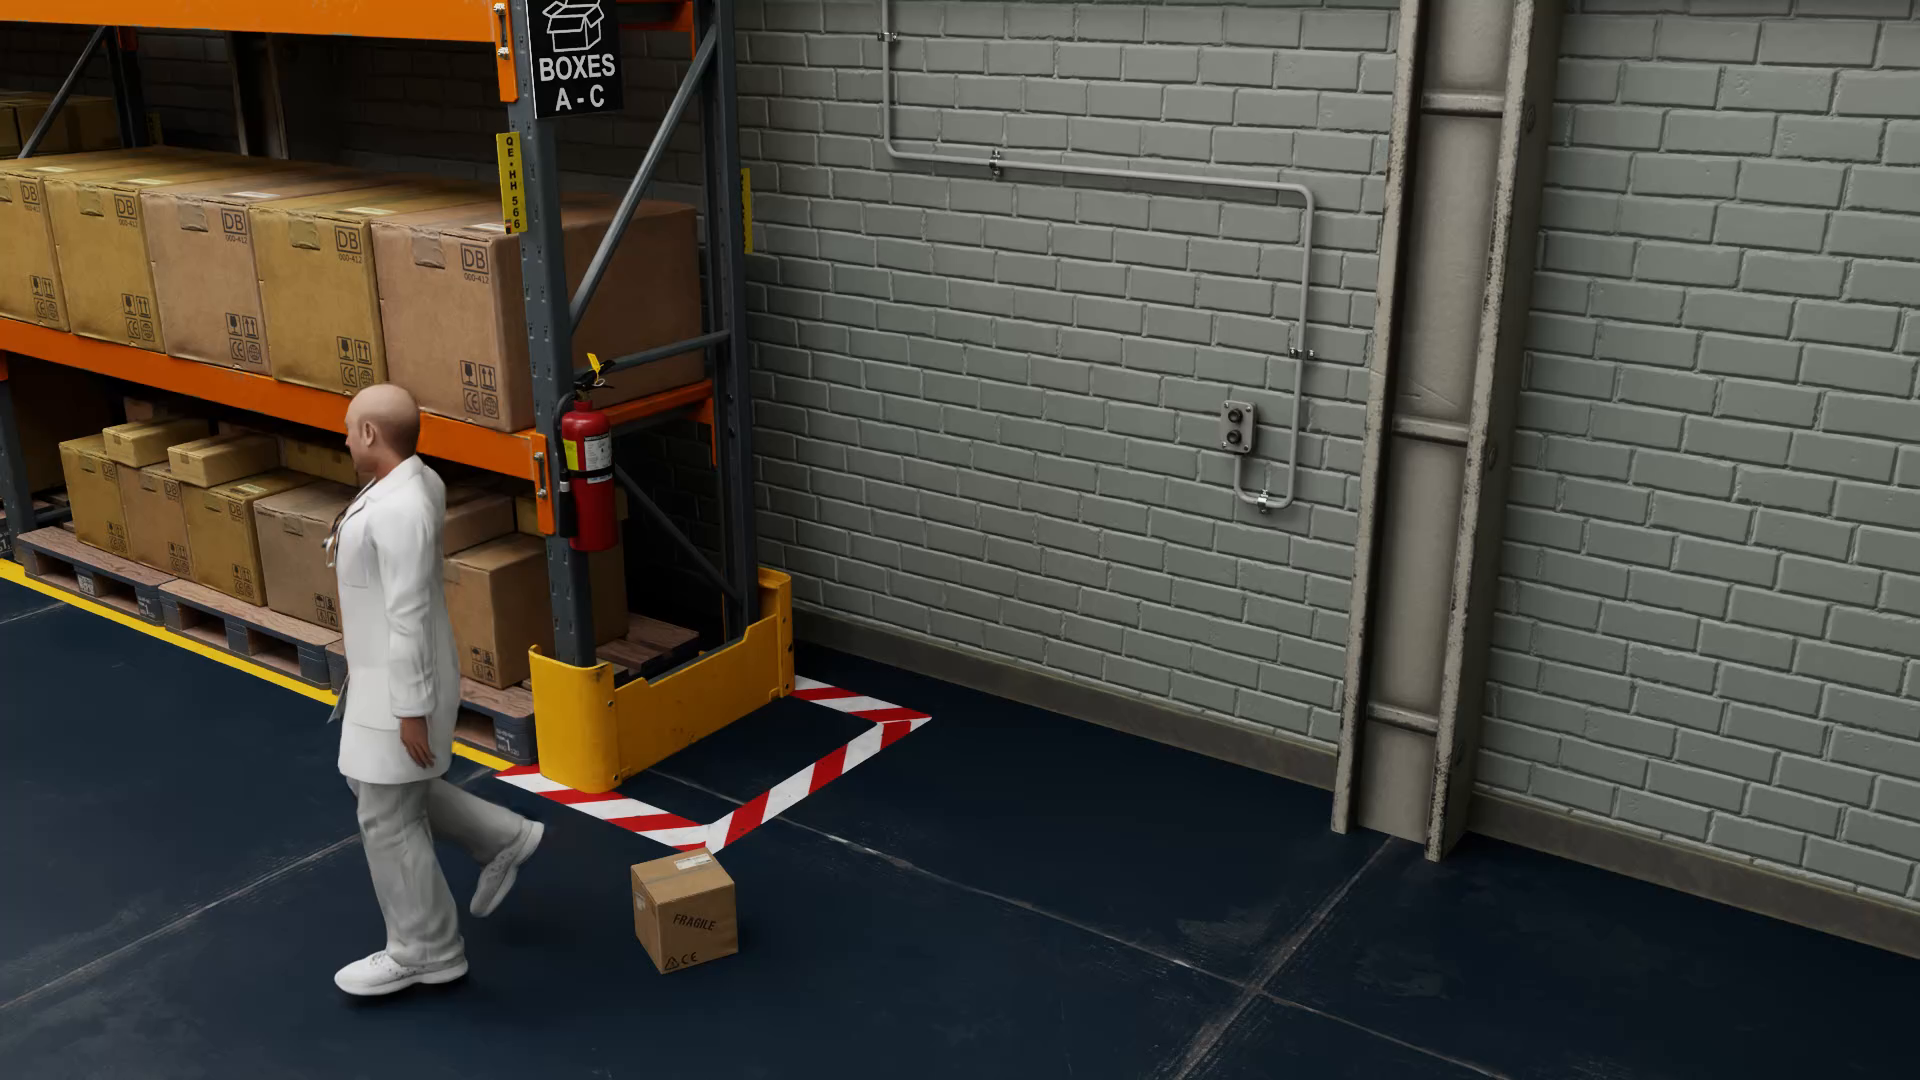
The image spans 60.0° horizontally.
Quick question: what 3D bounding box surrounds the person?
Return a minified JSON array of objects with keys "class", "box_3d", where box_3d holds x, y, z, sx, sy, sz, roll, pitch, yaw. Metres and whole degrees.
[{"class":"person","box_3d":[-1.582,0.414,4.868,0.629,1.755,0.599,-5,20,-14]}]
